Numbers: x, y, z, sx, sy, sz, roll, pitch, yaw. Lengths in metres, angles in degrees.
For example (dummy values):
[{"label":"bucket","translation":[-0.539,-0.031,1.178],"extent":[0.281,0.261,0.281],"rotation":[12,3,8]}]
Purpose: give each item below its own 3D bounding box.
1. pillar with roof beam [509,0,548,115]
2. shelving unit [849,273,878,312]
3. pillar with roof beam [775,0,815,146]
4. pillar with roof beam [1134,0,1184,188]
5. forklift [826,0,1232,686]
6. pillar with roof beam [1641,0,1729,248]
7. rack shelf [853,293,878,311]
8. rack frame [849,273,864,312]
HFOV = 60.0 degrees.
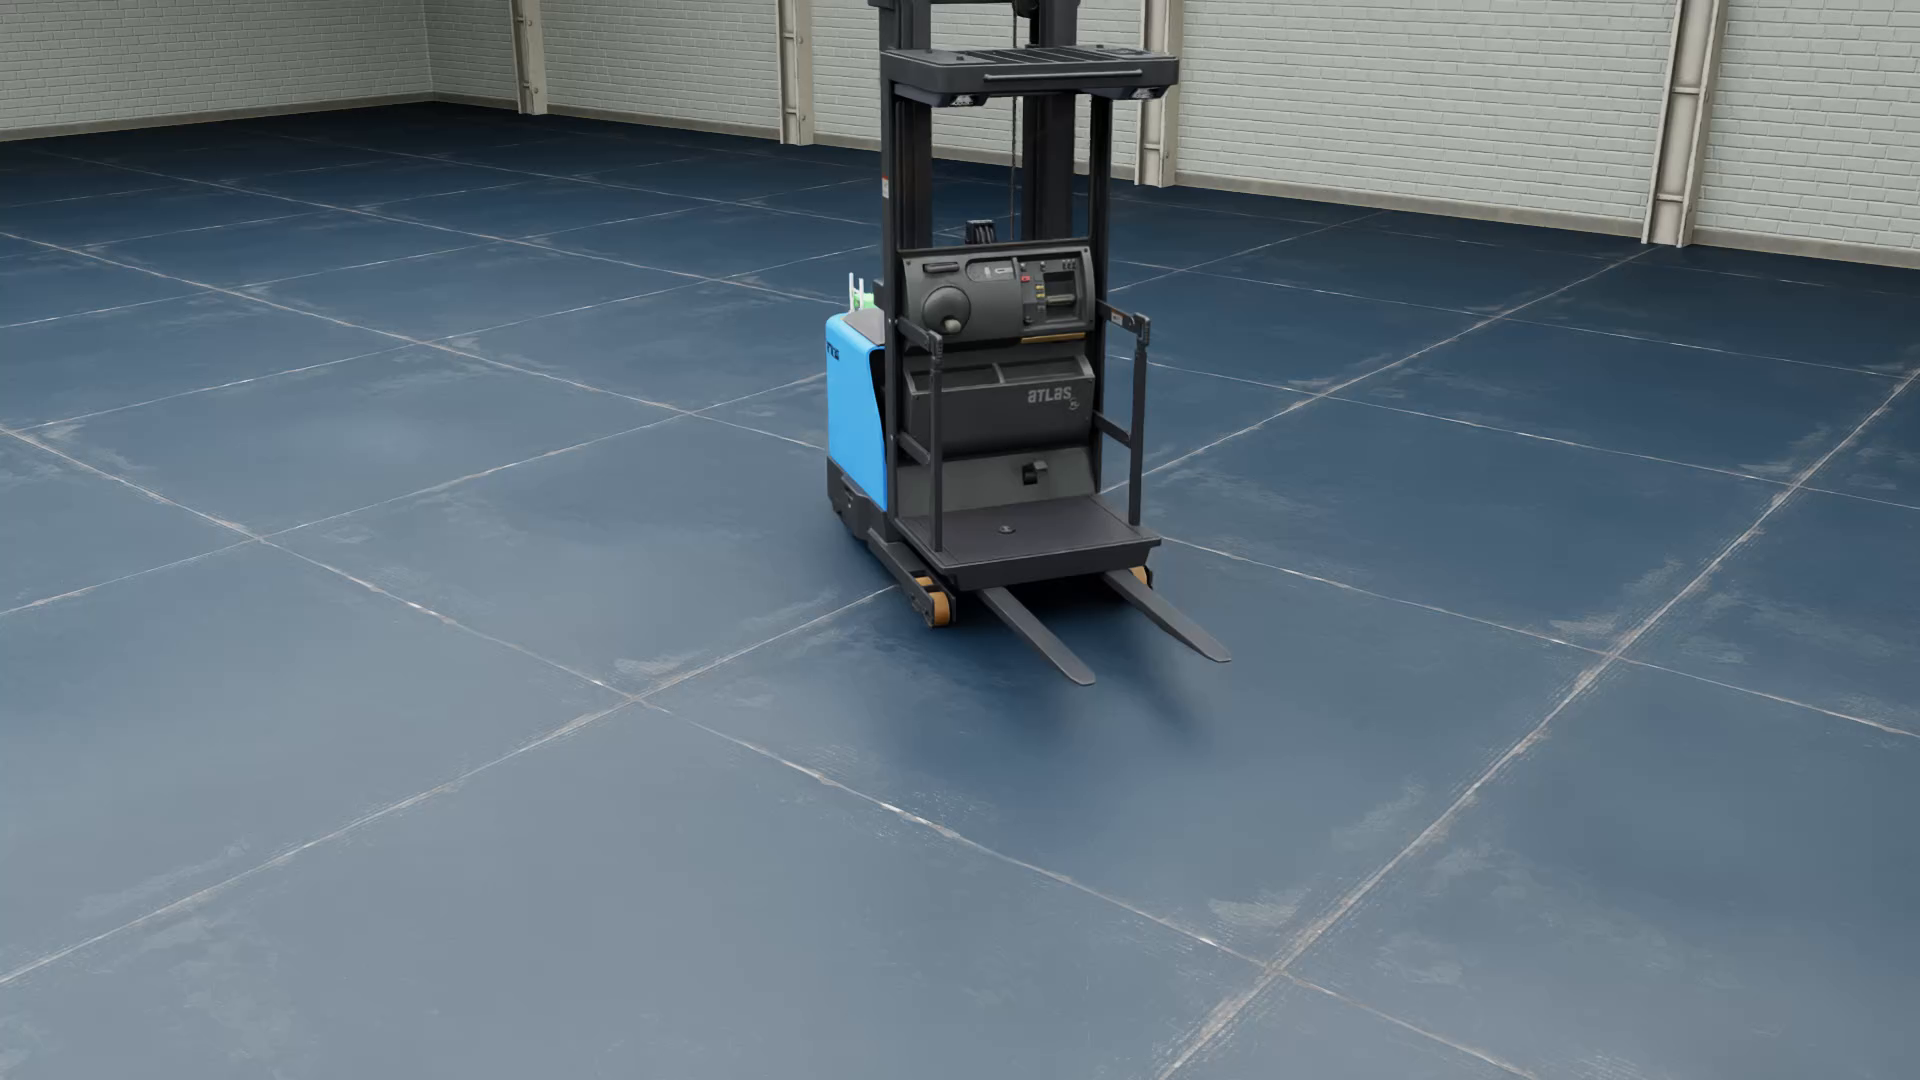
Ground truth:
[{"label":"pillar with roof beam","translation":[-9.672,-9.992,22.410],"extent":[0.400,9.000,9.100],"rotation":[16,26,36]},{"label":"shelving unit","translation":[-0.325,-0.895,9.321],"extent":[0.503,1.200,0.258],"rotation":[-7,19,-17]},{"label":"pillar with roof beam","translation":[-5.024,-8.653,18.861],"extent":[0.400,9.000,9.100],"rotation":[16,26,36]},{"label":"pillar with roof beam","translation":[-0.376,-7.314,15.311],"extent":[0.400,9.000,9.100],"rotation":[16,26,36]},{"label":"forklift","translation":[0.264,-1.136,7.525],"extent":[1.130,2.935,3.031],"rotation":[-7,22,-19]},{"label":"pillar with roof beam","translation":[4.273,-5.976,11.761],"extent":[0.400,9.000,9.100],"rotation":[16,26,36]},{"label":"rack shelf","translation":[-0.332,-1.291,9.195],"extent":[0.480,0.148,0.258],"rotation":[-7,19,-17]},{"label":"rack frame","translation":[-0.557,-0.868,9.250],"extent":[0.015,1.200,0.240],"rotation":[-7,19,-17]}]
